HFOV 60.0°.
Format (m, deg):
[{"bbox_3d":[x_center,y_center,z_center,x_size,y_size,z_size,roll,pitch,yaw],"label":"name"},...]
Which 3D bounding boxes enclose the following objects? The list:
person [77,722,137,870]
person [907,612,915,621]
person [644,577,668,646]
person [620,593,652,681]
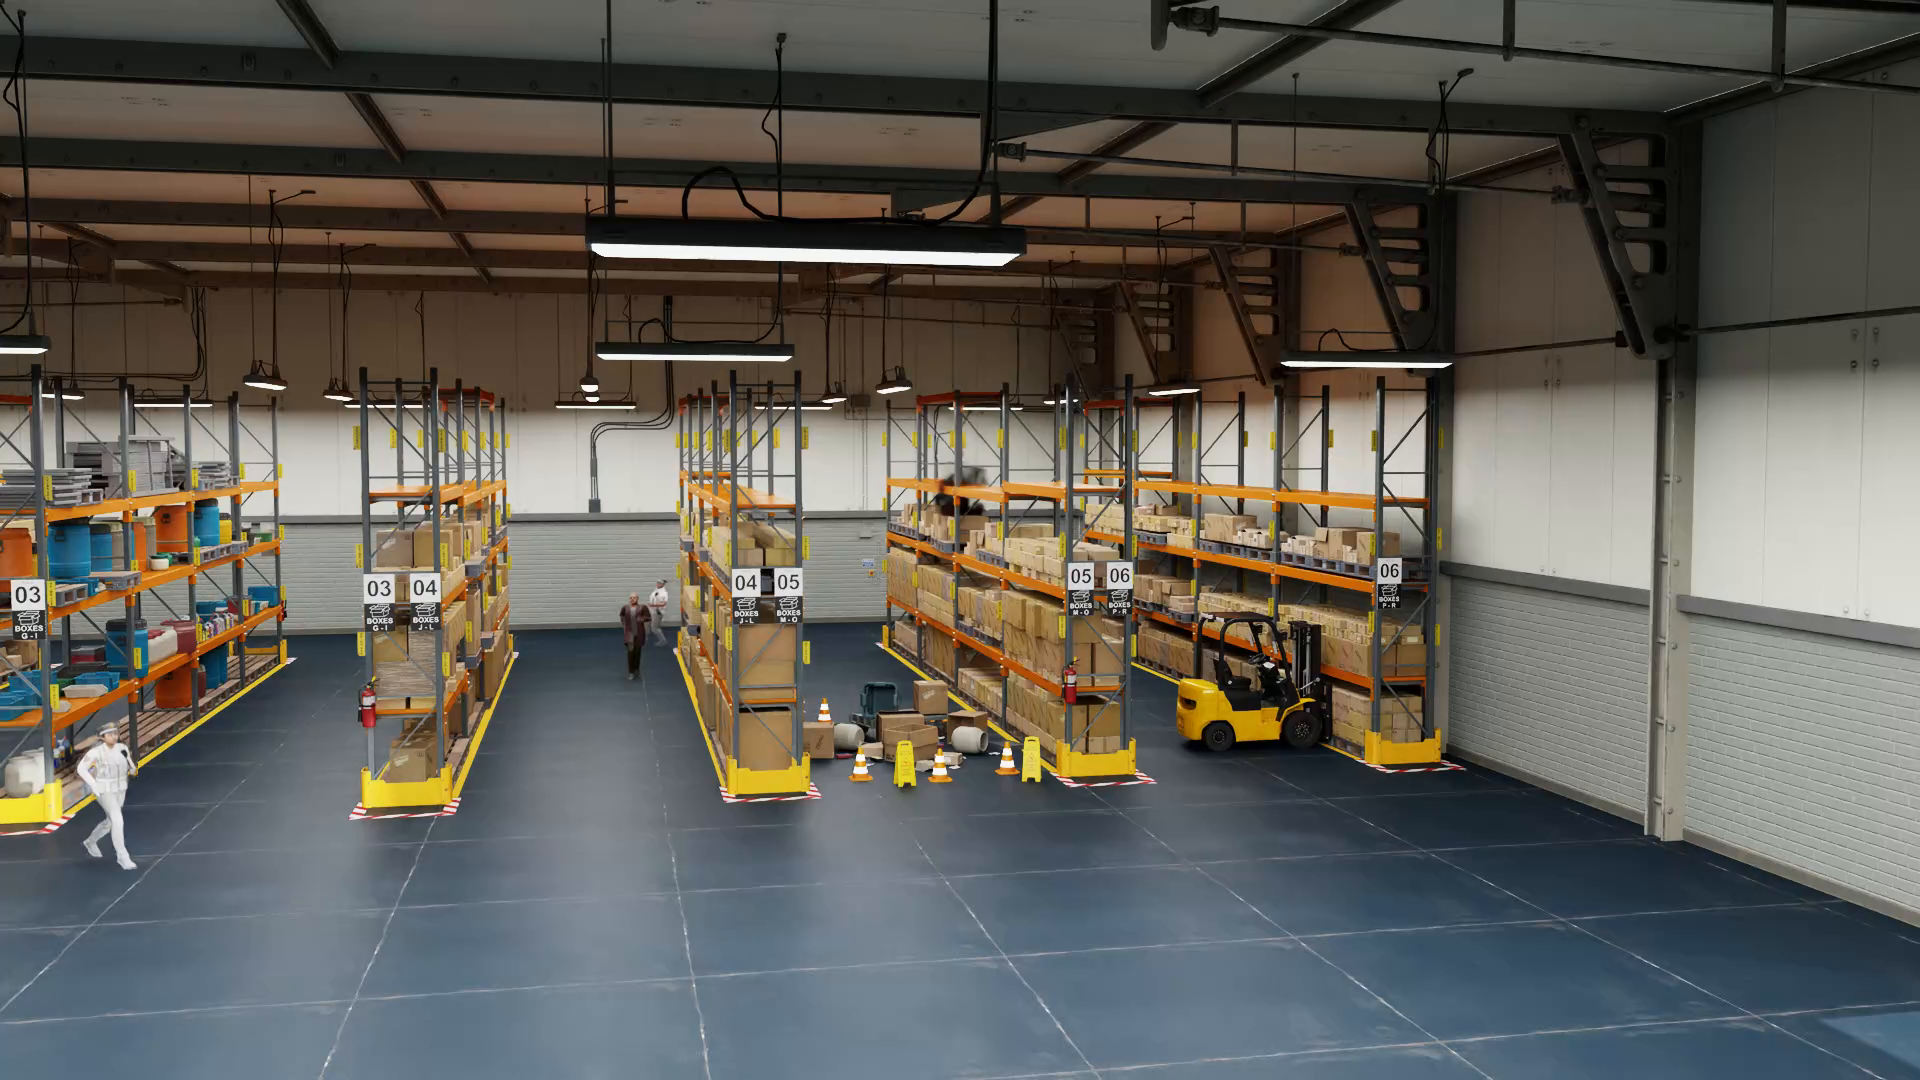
[{"bbox_3d":[-10.009,2.990,19.615,0.849,1.716,0.597,2,4,24],"label":"person"},{"bbox_3d":[-1.215,1.715,41.897,0.737,1.625,0.631,2,4,26],"label":"person"},{"bbox_3d":[-7.416,1.764,40.197,0.738,1.765,0.797,-2,4,-30],"label":"person"},{"bbox_3d":[-6.850,2.032,35.164,0.668,1.852,0.866,-1,3,-10],"label":"person"}]
